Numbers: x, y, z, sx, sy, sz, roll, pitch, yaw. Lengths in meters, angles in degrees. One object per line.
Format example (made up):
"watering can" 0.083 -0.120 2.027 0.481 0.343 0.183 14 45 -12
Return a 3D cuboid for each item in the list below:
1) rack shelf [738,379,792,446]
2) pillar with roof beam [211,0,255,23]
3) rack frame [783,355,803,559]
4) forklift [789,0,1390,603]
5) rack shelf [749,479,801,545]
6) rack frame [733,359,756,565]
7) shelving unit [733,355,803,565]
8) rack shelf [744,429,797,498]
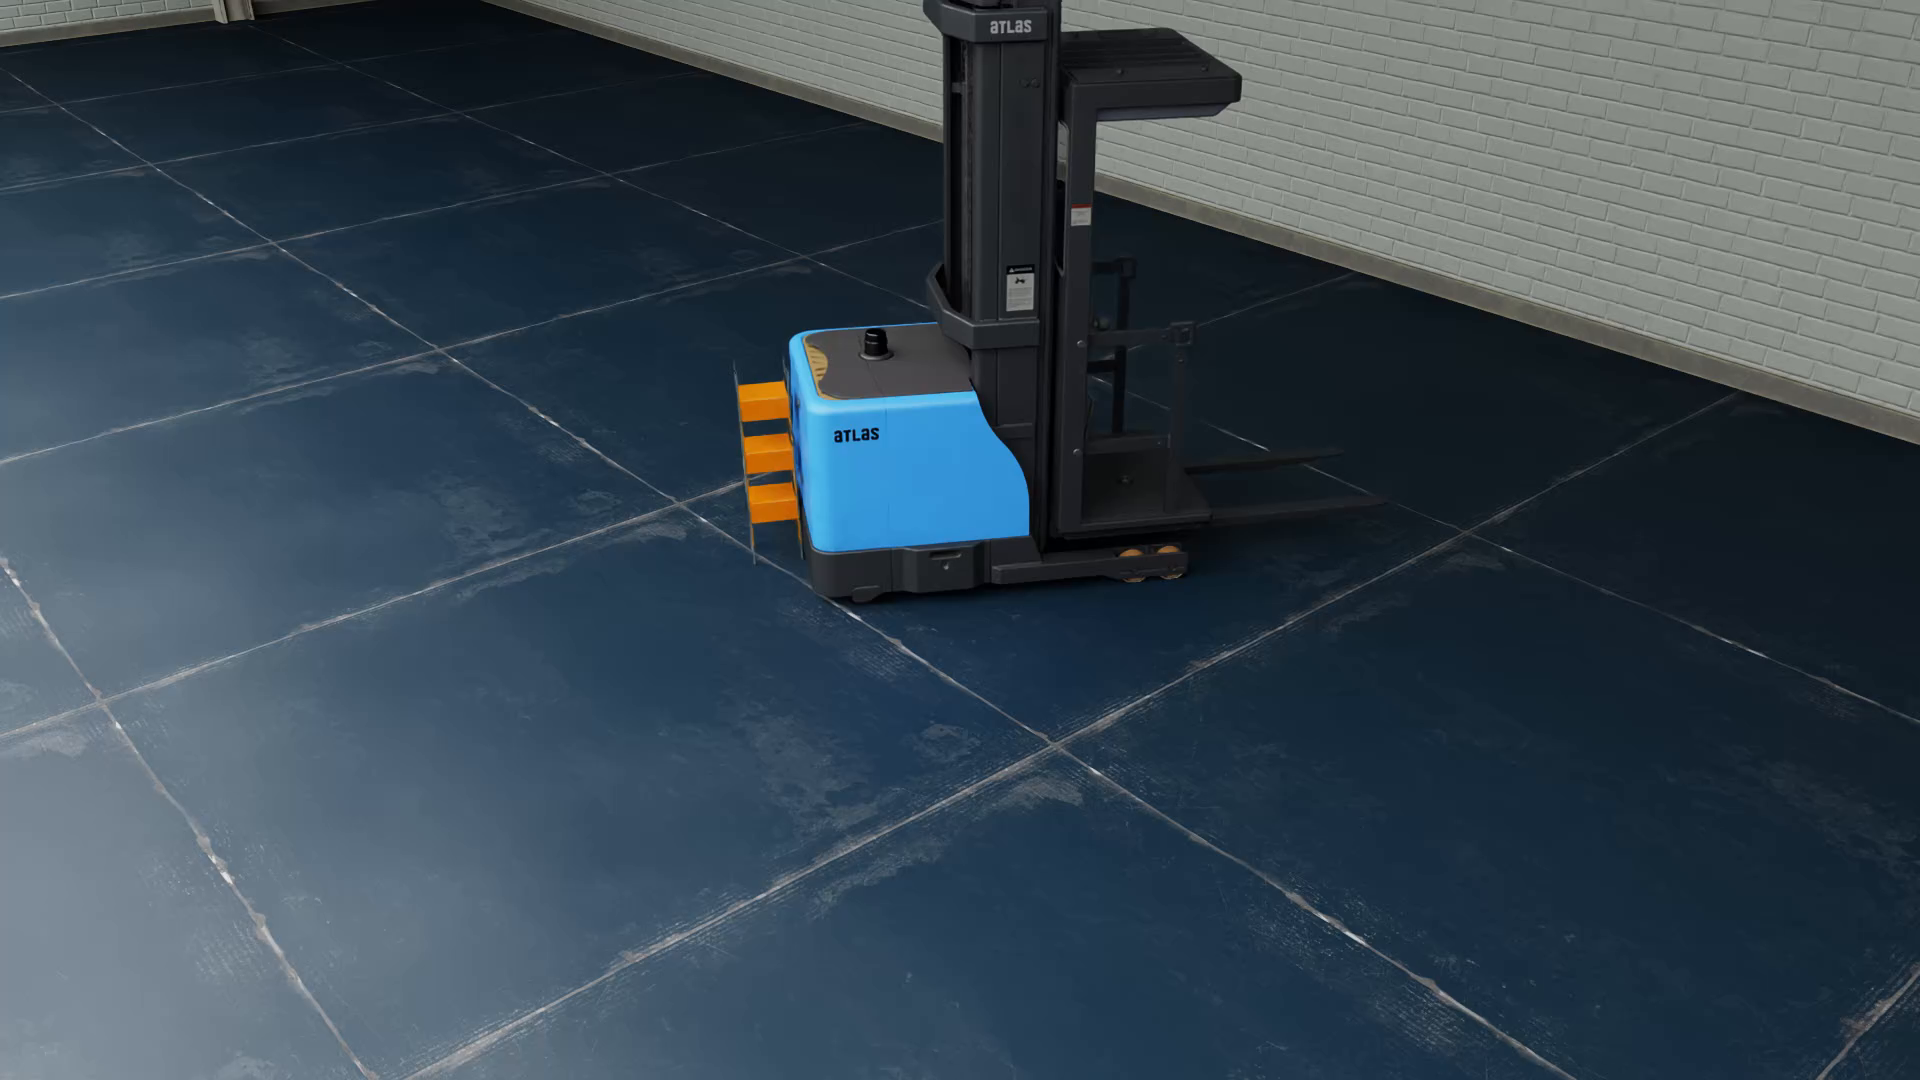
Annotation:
"rack shelf" -0.969 -0.635 8.238 0.240 0.259 0.215 -6 29 -9
"pillar with roof beam" -6.410 -9.034 16.106 0.400 9.000 9.100 -22 35 -35
"rack frame" -0.842 -0.408 8.386 0.008 1.050 0.200 -6 29 -9
"forklift" 0.689 -1.317 8.104 3.031 2.935 1.130 -5 29 -9
"rack shelf" -0.954 -0.141 8.505 0.240 0.259 0.215 -6 29 -9
"rack frame" -1.082 -0.382 8.350 0.008 1.050 0.200 -6 29 -9
"shelving unit" -0.962 -0.395 8.368 0.252 1.050 0.215 -6 29 -9
"rack shelf" -0.962 -0.386 8.373 0.240 0.259 0.215 -6 29 -9
